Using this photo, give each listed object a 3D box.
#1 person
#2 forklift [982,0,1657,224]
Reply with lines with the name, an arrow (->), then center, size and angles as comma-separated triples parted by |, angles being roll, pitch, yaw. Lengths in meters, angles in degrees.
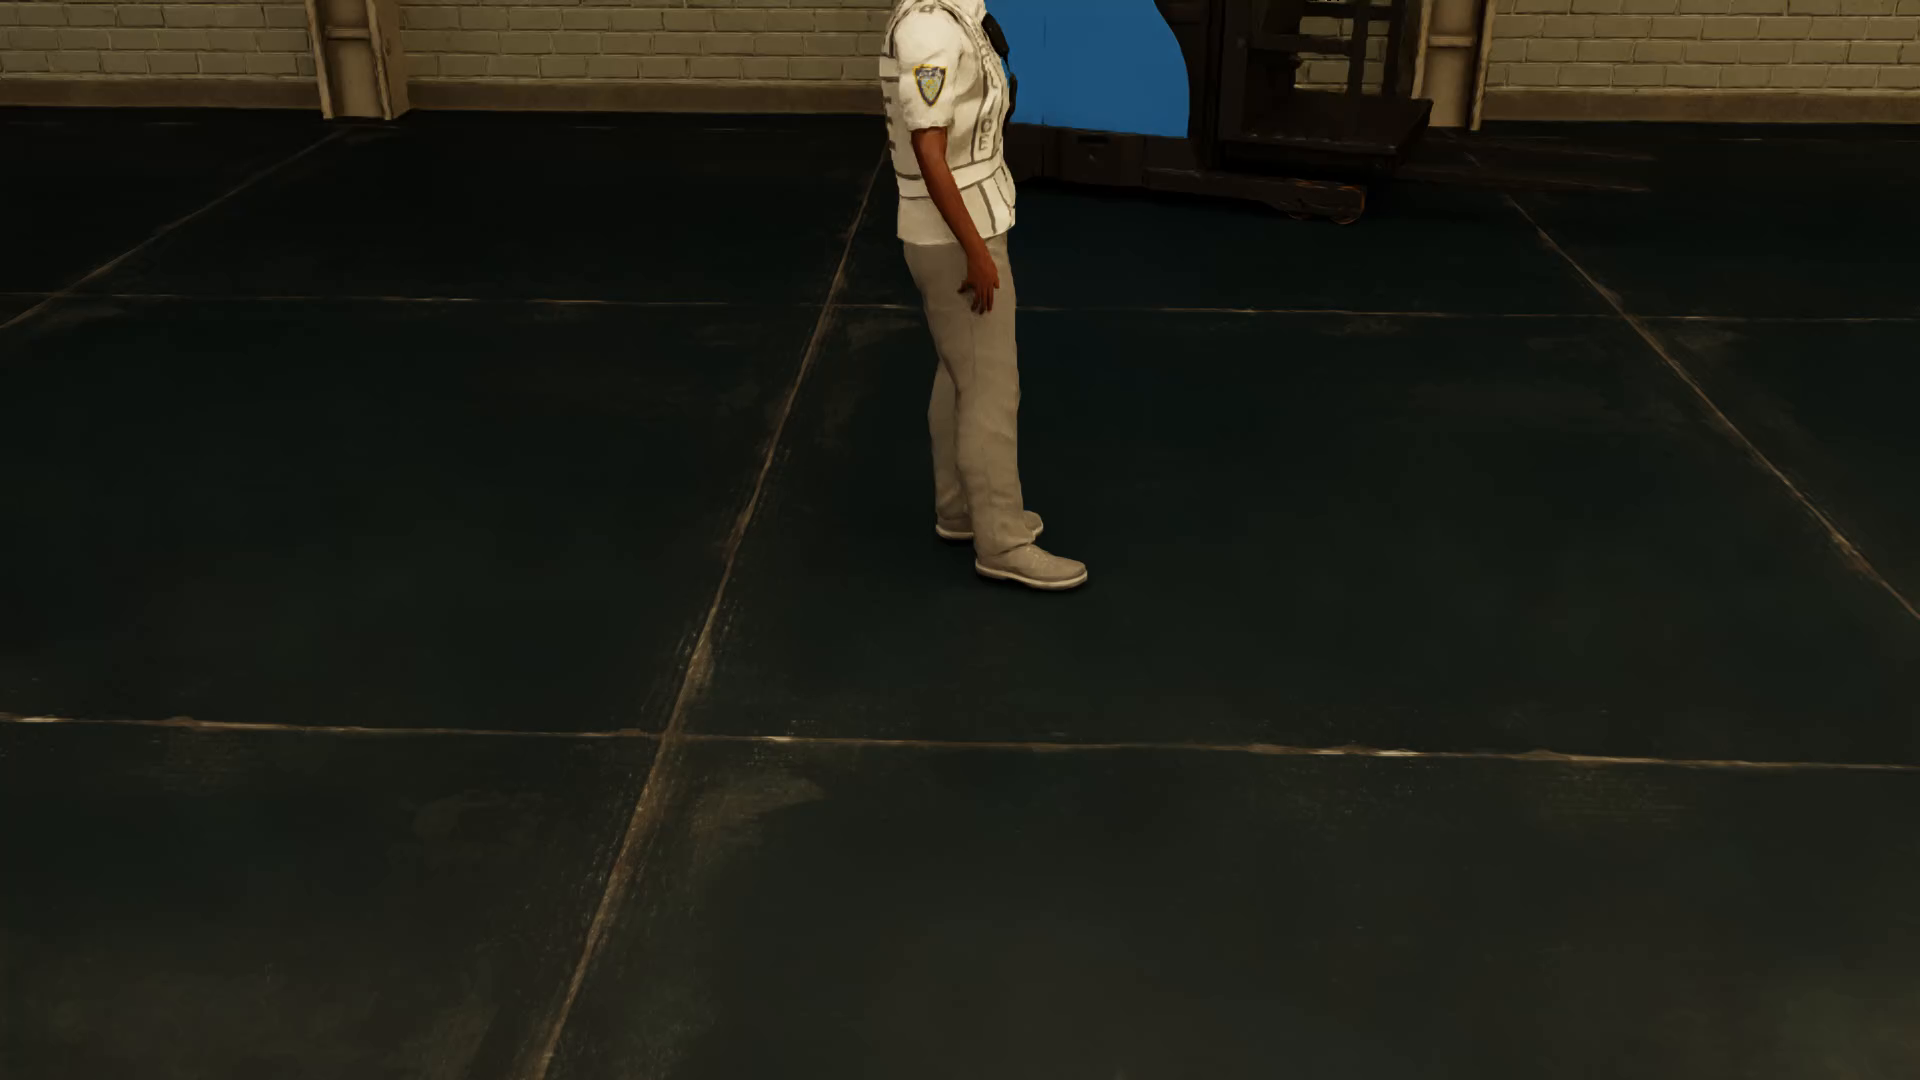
person -> 0.074, -0.757, 4.123 | 0.529, 1.695, 0.570 | 1, 26, 2
forklift -> 1.637, -2.978, 7.246 | 3.031, 2.935, 1.130 | 10, 28, 20
